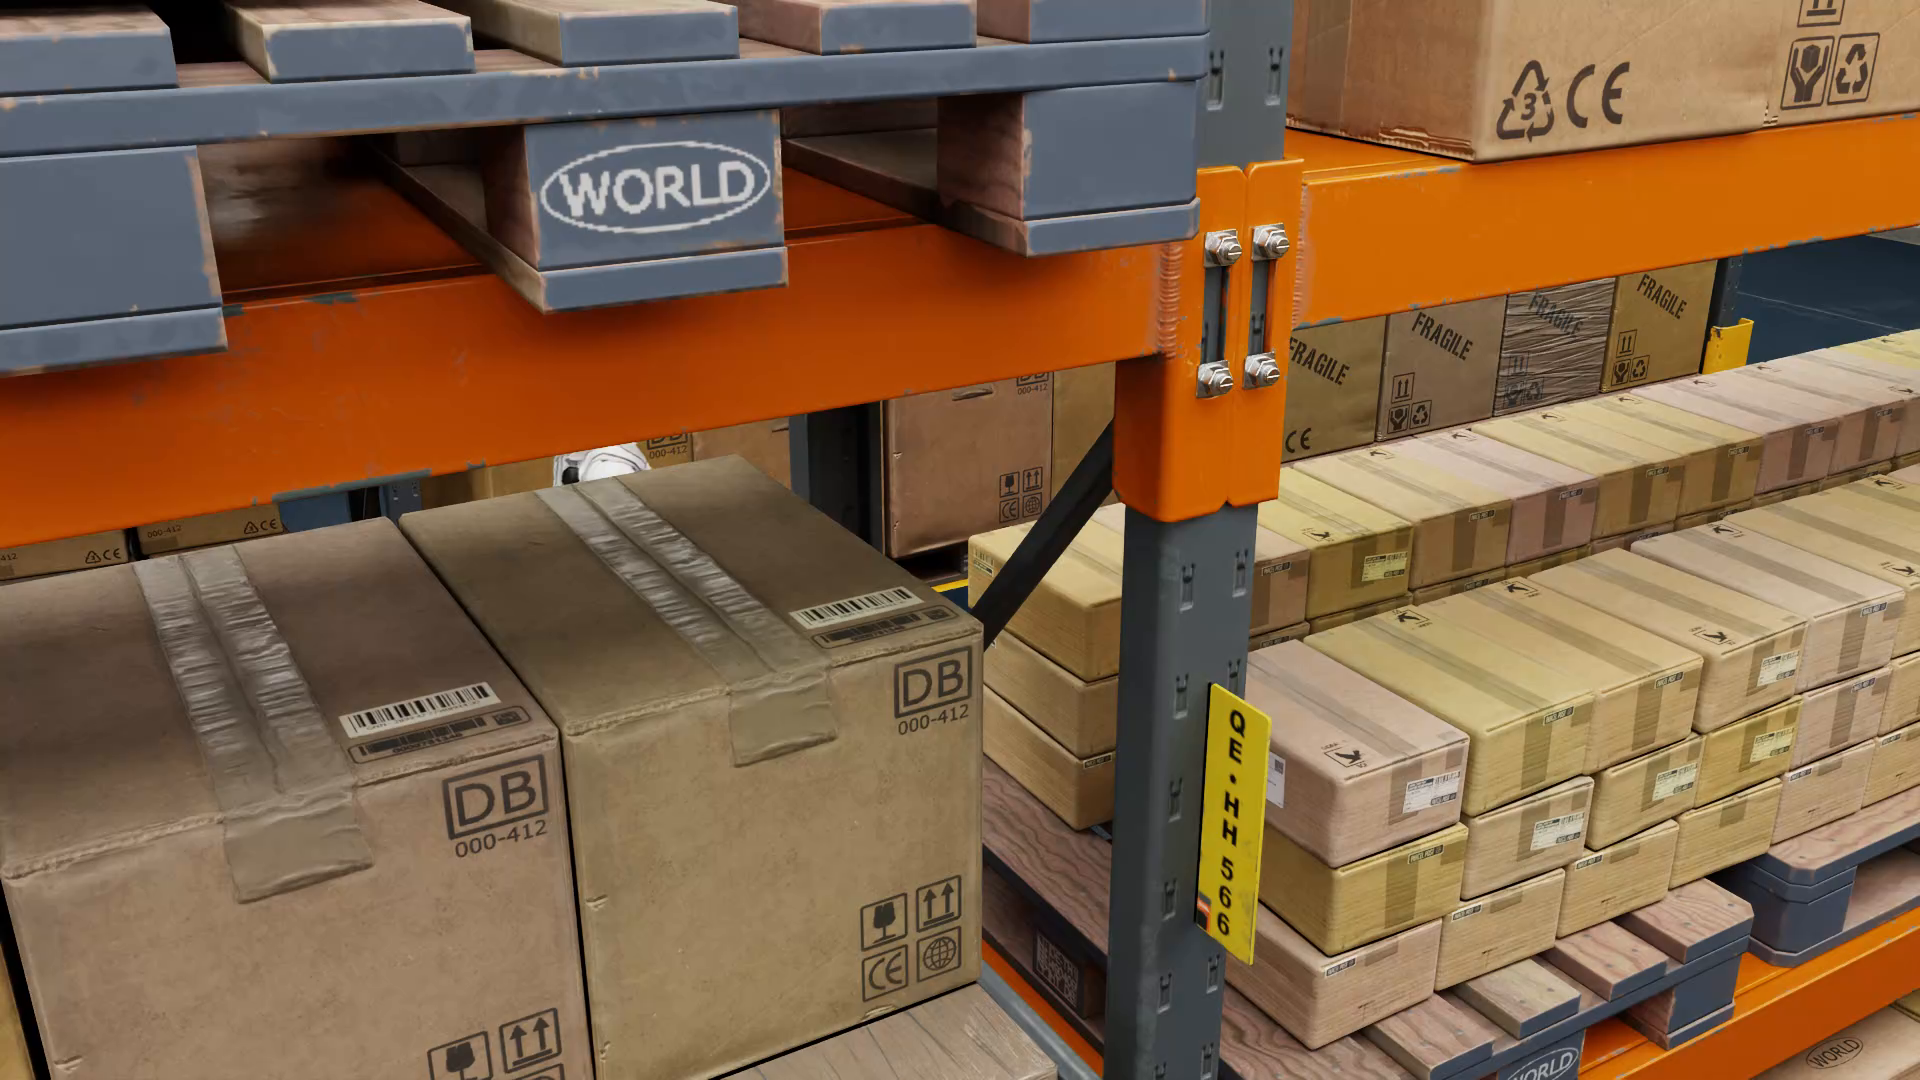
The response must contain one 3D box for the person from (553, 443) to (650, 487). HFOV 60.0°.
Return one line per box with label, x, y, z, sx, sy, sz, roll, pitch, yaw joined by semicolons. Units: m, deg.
person;-1.199;0.199;5.596;0.398;1.656;0.510;-13;25;-29
